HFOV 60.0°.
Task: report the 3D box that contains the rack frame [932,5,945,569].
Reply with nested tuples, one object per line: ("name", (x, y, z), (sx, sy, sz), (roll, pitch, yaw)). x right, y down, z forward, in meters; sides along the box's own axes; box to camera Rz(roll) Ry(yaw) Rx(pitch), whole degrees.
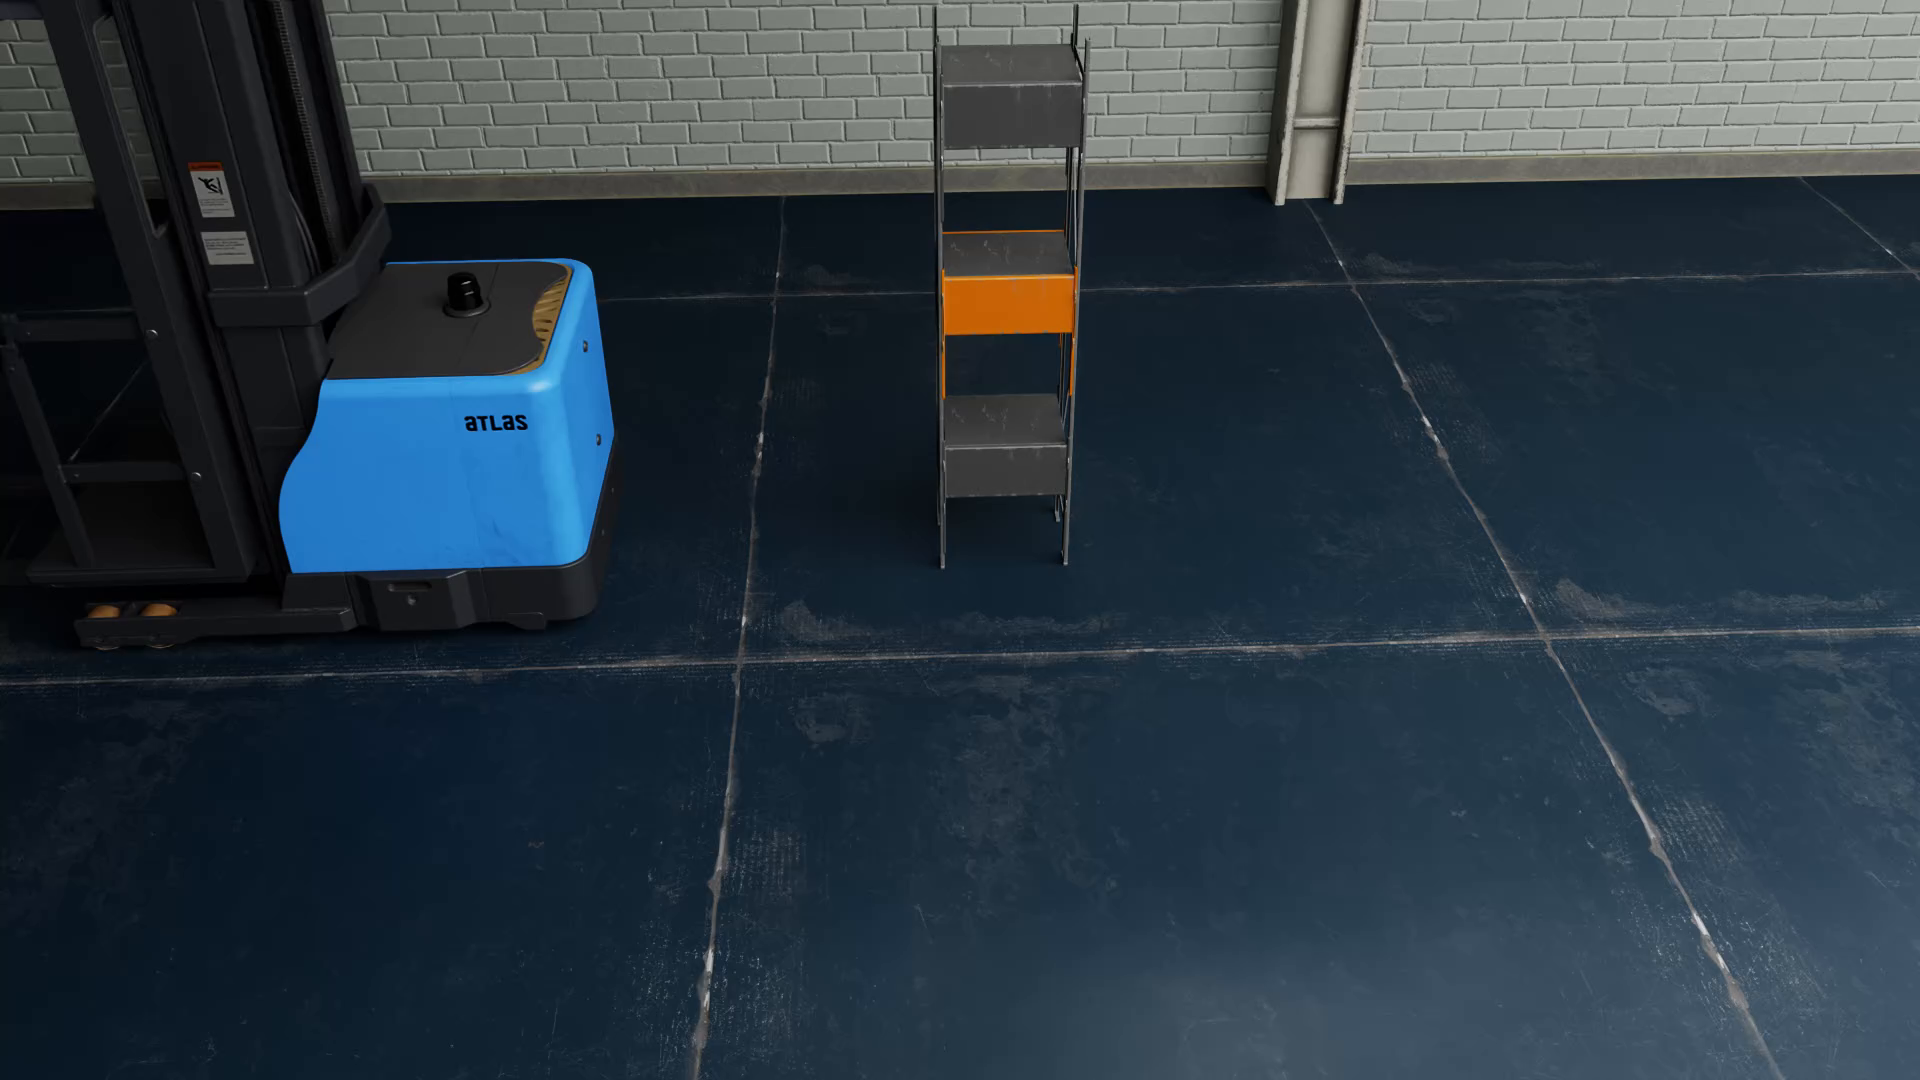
("rack frame", (-0.078, -0.861, 6.149), (0.015, 2.100, 0.400), (-2, 35, -2))

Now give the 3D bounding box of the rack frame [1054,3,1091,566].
("rack frame", (0.409, -0.874, 6.168), (0.015, 2.100, 0.400), (-2, 35, -2))

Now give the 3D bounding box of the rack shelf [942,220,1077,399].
("rack shelf", (0.165, -0.857, 6.167), (0.480, 0.518, 0.431), (-2, 35, -2))

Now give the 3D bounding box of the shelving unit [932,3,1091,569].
("shelving unit", (0.165, -0.868, 6.159), (0.503, 2.100, 0.431), (-2, 35, -2))

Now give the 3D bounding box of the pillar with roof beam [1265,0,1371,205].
("pillar with roof beam", (2.195, -3.263, 3.558), (0.400, 9.000, 9.100), (-2, 35, -2))

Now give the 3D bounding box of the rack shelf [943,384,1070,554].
("rack shelf", (0.165, -0.281, 6.565), (0.480, 0.518, 0.431), (-2, 35, -2))

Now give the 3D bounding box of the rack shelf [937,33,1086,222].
("rack shelf", (0.165, -1.432, 5.768), (0.480, 0.518, 0.431), (-2, 35, -2))

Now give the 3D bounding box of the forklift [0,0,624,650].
("forklift", (-2.900, -1.107, 5.774), (3.031, 2.935, 1.130), (-2, 35, -2))
